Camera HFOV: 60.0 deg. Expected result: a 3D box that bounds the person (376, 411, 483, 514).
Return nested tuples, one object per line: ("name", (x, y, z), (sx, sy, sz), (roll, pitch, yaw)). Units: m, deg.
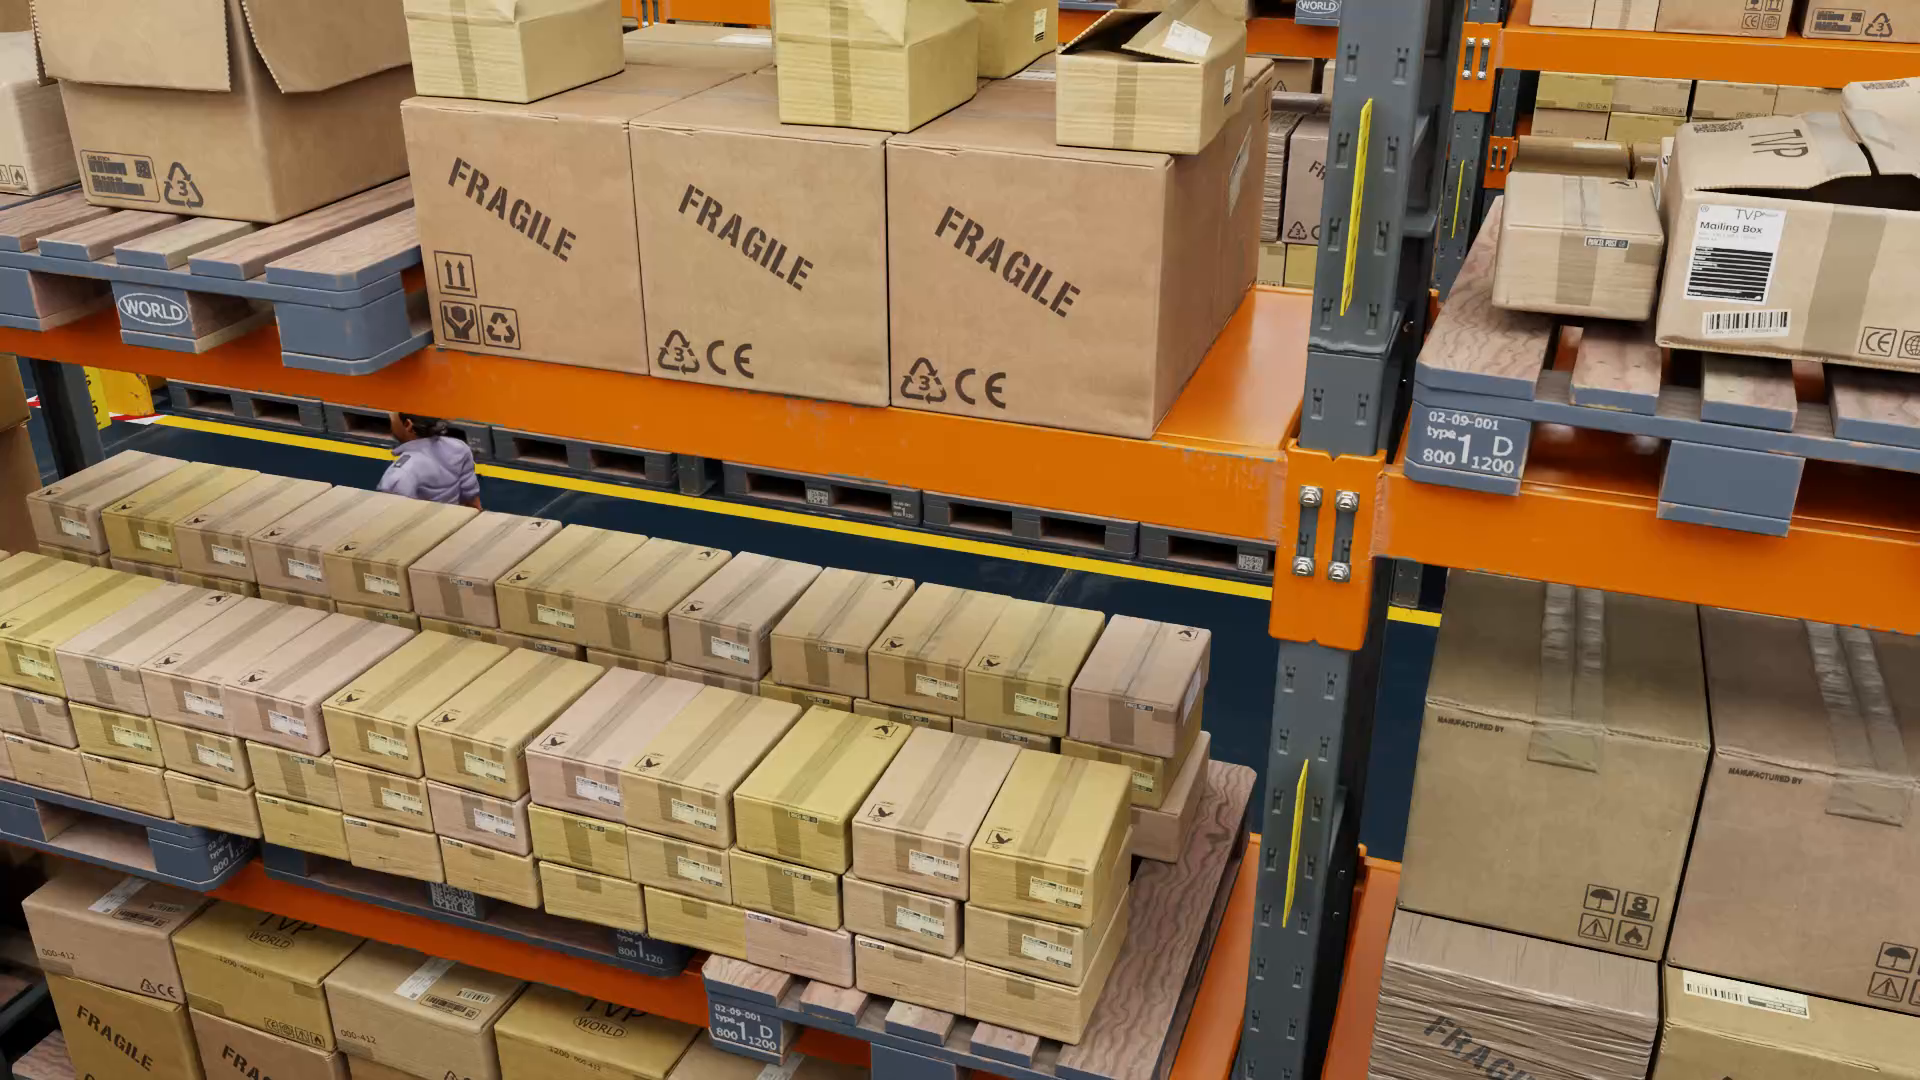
("person", (-2.125, 0.141, 6.840), (0.886, 1.590, 0.496), (9, 27, 18))
